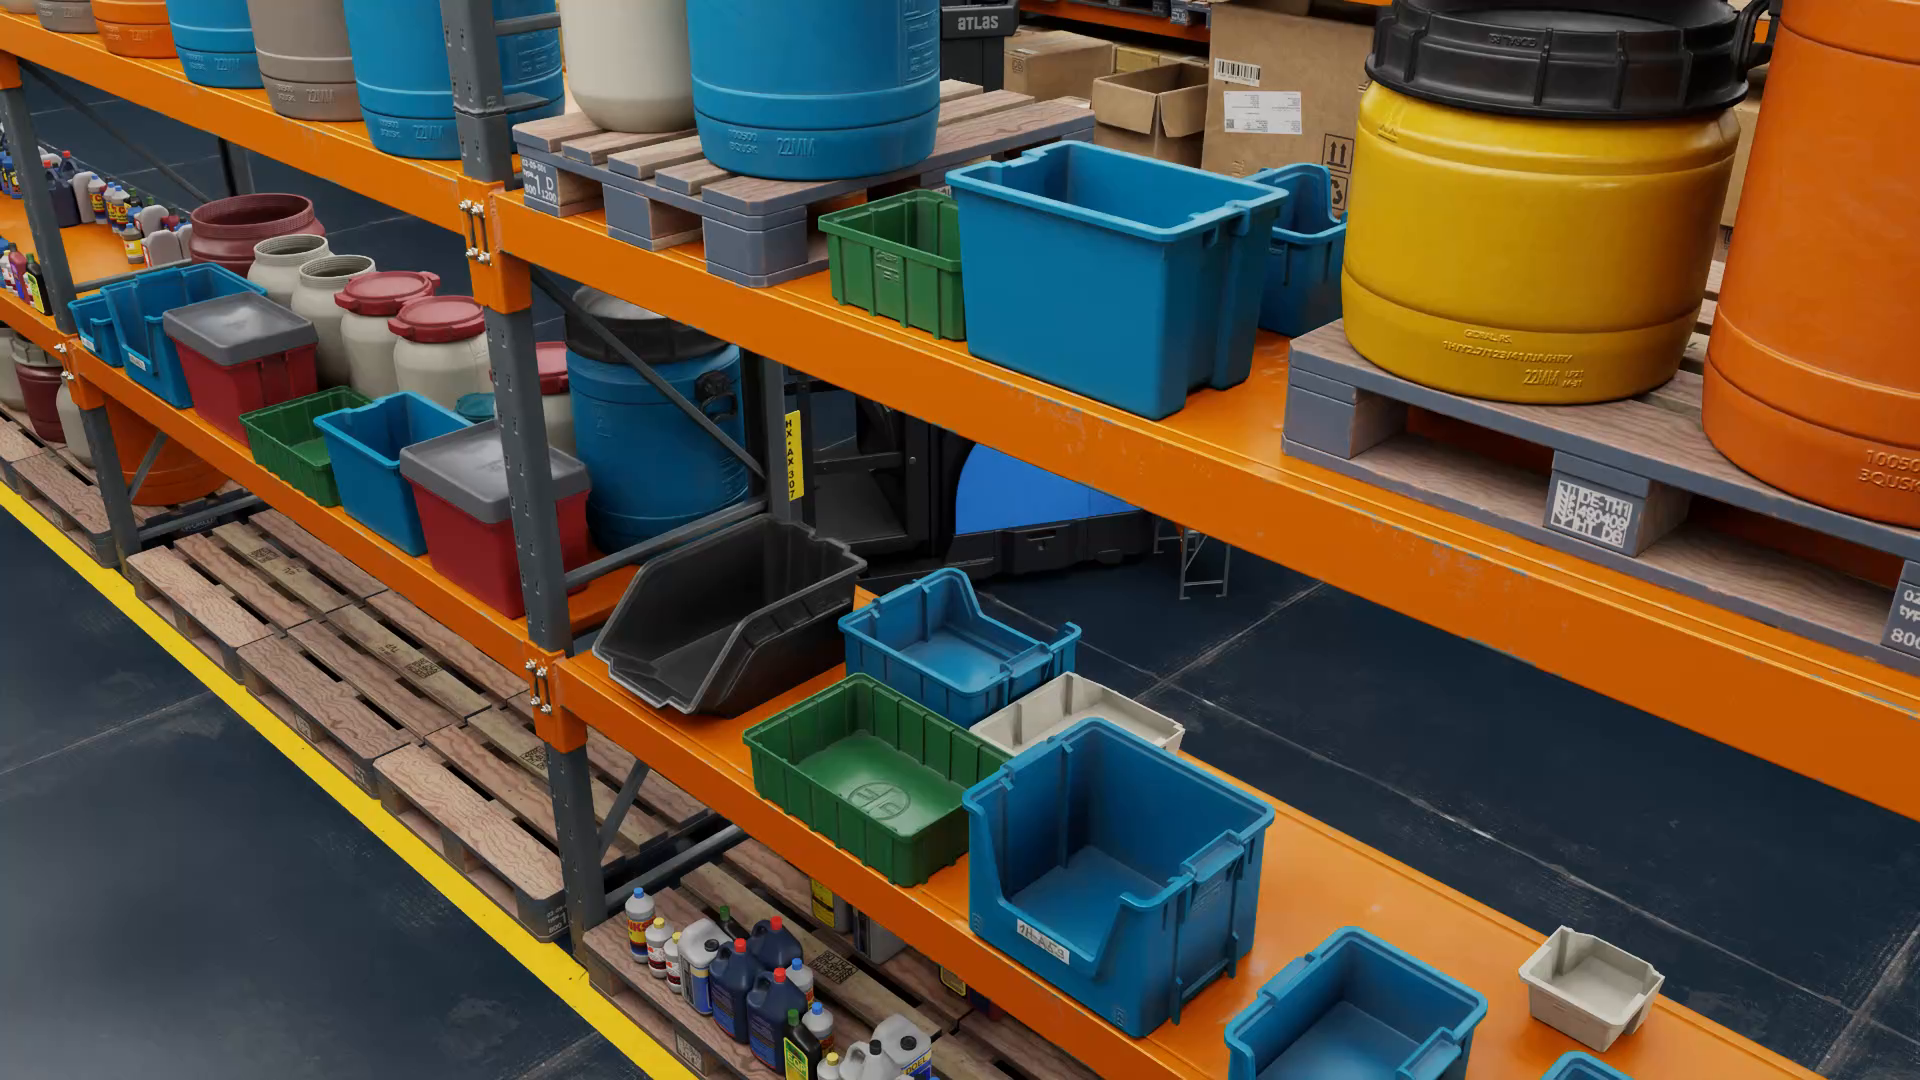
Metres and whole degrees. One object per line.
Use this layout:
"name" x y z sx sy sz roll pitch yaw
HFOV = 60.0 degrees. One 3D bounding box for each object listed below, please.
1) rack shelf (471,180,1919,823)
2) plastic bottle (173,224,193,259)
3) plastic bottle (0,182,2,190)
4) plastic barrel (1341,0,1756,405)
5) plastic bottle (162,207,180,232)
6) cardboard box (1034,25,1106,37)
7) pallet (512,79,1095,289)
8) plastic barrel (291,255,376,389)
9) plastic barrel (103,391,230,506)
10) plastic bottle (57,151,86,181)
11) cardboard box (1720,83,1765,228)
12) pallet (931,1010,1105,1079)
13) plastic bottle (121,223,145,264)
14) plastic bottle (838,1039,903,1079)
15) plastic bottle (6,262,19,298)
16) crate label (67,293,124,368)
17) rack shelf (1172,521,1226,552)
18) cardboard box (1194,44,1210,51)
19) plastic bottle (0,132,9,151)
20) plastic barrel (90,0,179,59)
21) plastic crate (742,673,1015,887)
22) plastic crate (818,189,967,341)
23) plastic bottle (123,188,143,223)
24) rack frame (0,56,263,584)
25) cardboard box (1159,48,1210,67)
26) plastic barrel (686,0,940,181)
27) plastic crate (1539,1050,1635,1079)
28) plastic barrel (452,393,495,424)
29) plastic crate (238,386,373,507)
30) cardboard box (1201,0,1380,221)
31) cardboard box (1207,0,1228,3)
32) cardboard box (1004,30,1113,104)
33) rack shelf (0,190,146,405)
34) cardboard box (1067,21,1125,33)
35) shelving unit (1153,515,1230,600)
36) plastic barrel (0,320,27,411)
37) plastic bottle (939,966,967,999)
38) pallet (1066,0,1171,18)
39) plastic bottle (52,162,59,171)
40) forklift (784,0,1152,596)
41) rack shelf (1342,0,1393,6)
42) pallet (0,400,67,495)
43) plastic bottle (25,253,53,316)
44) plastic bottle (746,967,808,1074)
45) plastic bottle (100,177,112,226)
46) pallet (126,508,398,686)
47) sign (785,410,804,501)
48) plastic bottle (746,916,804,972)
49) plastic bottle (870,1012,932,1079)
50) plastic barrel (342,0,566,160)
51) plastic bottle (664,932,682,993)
"rack shelf" 0.444 -0.342 3.727 4.000 0.370 1.077 25 36 38
"plastic bottle" -3.917 -1.484 8.483 0.135 0.276 0.152 25 36 38
"plastic bottle" -5.771 -2.274 9.905 0.185 0.351 0.144 25 36 38
"plastic barrel" 0.968 -0.607 2.805 0.600 0.588 0.600 0 28 0
"plastic bottle" -4.119 -1.610 8.714 0.133 0.283 0.061 25 36 38
"cardboard box" 1.058 -4.762 16.012 0.500 0.250 0.500 -24 36 -38
"pallet" -0.399 -1.026 4.459 1.003 0.211 1.213 25 36 38
"plastic barrel" -2.651 -0.938 7.190 0.421 0.512 0.421 0 28 0
"plastic barrel" -4.196 -0.670 8.681 0.708 0.830 0.600 25 36 38
"plastic bottle" -5.017 -2.023 9.428 0.185 0.351 0.144 25 36 38
"cardboard box" 3.346 -1.690 7.240 0.500 0.500 0.500 25 36 38
"pallet" 0.341 1.880 4.948 1.213 0.211 1.003 25 36 38
"plastic bottle" -4.321 -1.555 8.697 0.097 0.201 0.097 0 28 0
"plastic bottle" -0.260 1.594 4.870 0.185 0.351 0.144 24 36 38
"plastic bottle" -4.656 -1.312 8.236 0.097 0.201 0.097 0 28 0
"crate label" -3.797 -0.955 7.522 0.416 0.233 0.303 25 36 38
"rack shelf" 1.158 -0.124 8.268 0.258 0.148 0.480 -4 28 -8
"cardboard box" 2.504 -4.430 15.380 0.500 0.250 0.500 24 36 38
"plastic bottle" -5.670 -2.322 9.996 0.185 0.351 0.144 25 36 38
"plastic barrel" -2.935 -2.255 6.131 0.708 0.830 0.600 25 36 38
"plastic crate" -0.212 0.645 4.528 0.662 0.188 0.450 25 36 38
"plastic crate" -0.048 -0.614 3.699 0.450 0.188 0.336 25 36 38
"plastic bottle" -4.475 -1.772 9.023 0.133 0.283 0.061 25 36 38
"rack frame" -3.835 -1.291 7.981 0.127 3.000 1.000 25 36 38
"cardboard box" 2.148 -4.256 15.050 0.500 0.250 0.500 -25 36 -38
"plastic barrel" -0.348 -1.360 3.901 0.708 0.901 0.600 25 36 38
"plastic crate" 1.303 1.322 3.173 0.616 0.251 0.499 25 36 38
"plastic barrel" -1.819 -0.407 6.450 0.301 0.262 0.301 0 28 0
"plastic crate" -2.422 -0.366 6.451 0.662 0.188 0.450 25 36 38
"cardboard box" 2.022 -2.386 8.969 1.000 1.000 1.000 25 37 39
"cardboard box" 2.337 -4.712 14.307 0.250 0.149 0.380 24 36 38
"cardboard box" 0.519 -2.852 10.393 0.700 0.500 0.500 -19 33 -32
"rack shelf" -5.261 -1.625 9.390 4.000 0.370 1.077 25 36 38
"cardboard box" 1.400 -4.933 16.337 0.500 0.250 0.500 -23 36 -37
"shelving unit" 1.158 -0.359 8.144 0.258 1.200 0.503 -4 28 -8
"plastic barrel" -5.466 -1.052 9.750 0.421 0.512 0.421 0 28 0
"plastic bottle" -0.008 1.347 5.411 0.133 0.283 0.061 25 36 38
"pallet" 1.747 -5.095 15.422 1.213 0.211 1.003 25 36 38
"plastic bottle" -5.144 -2.022 9.510 0.097 0.271 0.097 0 28 0
"forklift" -0.598 -1.217 7.915 3.031 2.935 1.130 -8 29 -14
"rack shelf" 1.064 -3.291 9.336 4.000 0.370 1.077 25 36 38
"pallet" -5.292 -0.698 9.850 1.213 0.211 1.003 25 36 38
"plastic bottle" -4.422 -1.229 7.990 0.133 0.283 0.061 25 36 38
"plastic bottle" -0.563 1.455 5.133 0.185 0.351 0.144 23 35 36
"plastic bottle" -4.709 -1.880 9.227 0.133 0.283 0.061 25 36 38
"pallet" -3.310 0.209 8.125 1.213 0.211 1.003 25 36 38
"sign" -0.589 -0.287 5.775 0.005 0.325 0.100 25 36 38
"plastic bottle" -0.597 1.346 5.341 0.185 0.351 0.144 25 36 38
"plastic bottle" -0.174 1.569 4.996 0.135 0.276 0.152 25 36 38
"plastic barrel" -1.497 -1.629 4.863 0.708 0.901 0.600 25 36 38
"plastic bottle" -0.918 1.374 5.447 0.097 0.201 0.097 0 28 0
